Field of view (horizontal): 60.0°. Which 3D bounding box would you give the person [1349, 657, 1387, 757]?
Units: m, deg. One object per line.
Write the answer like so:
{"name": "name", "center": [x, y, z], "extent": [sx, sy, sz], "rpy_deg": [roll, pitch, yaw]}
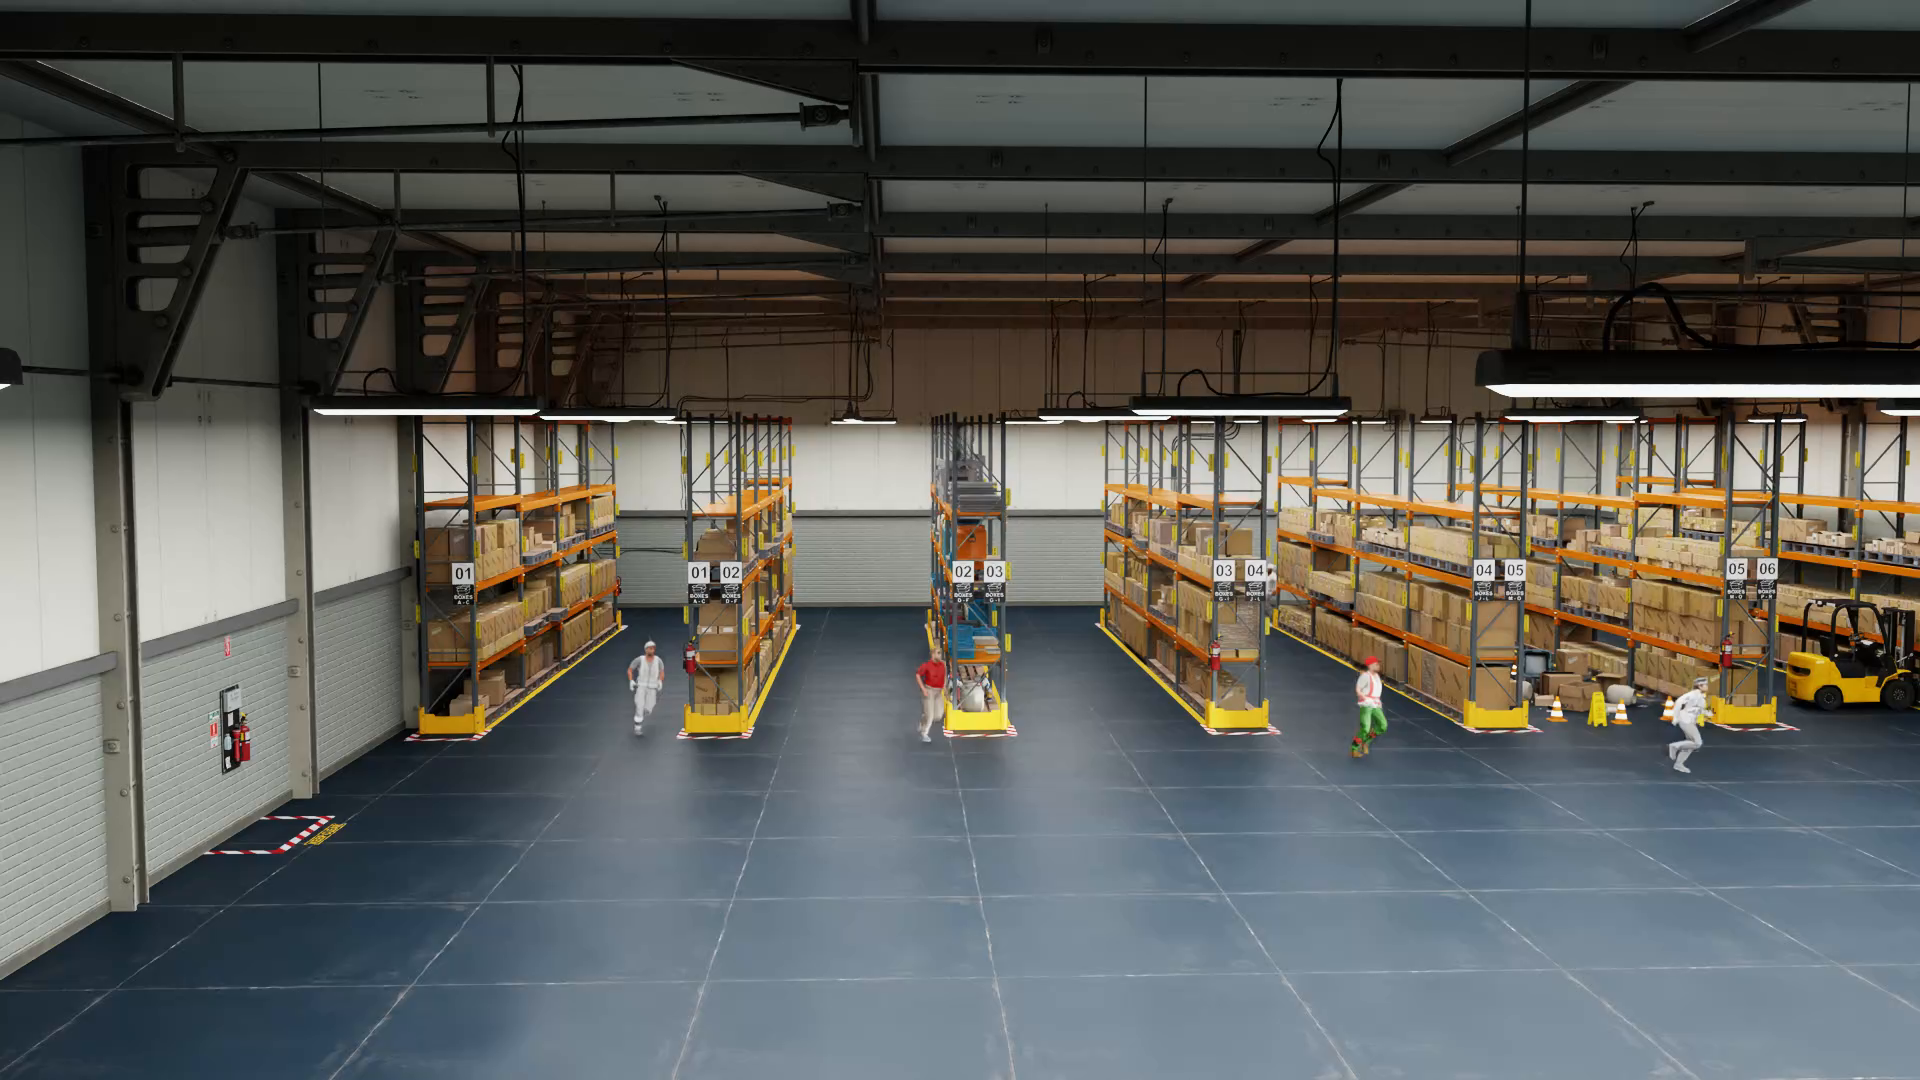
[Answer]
{"name": "person", "center": [7.153, 2.886, 28.862], "extent": [0.718, 1.720, 0.565], "rpy_deg": [-3, 5, -40]}

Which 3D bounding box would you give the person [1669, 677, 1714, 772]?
{"name": "person", "center": [12.132, 3.055, 27.580], "extent": [0.670, 1.612, 0.563], "rpy_deg": [3, 5, 36]}

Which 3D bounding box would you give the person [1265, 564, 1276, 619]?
{"name": "person", "center": [9.061, 1.560, 48.923], "extent": [0.640, 1.753, 0.805], "rpy_deg": [-1, 4, -14]}

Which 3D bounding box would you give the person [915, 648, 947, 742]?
{"name": "person", "center": [-0.529, 2.822, 30.588], "extent": [0.705, 1.669, 0.574], "rpy_deg": [-3, 5, -40]}

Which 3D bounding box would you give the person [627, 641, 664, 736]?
{"name": "person", "center": [-5.878, 2.752, 31.142], "extent": [0.702, 1.729, 0.619], "rpy_deg": [-2, 4, -22]}
